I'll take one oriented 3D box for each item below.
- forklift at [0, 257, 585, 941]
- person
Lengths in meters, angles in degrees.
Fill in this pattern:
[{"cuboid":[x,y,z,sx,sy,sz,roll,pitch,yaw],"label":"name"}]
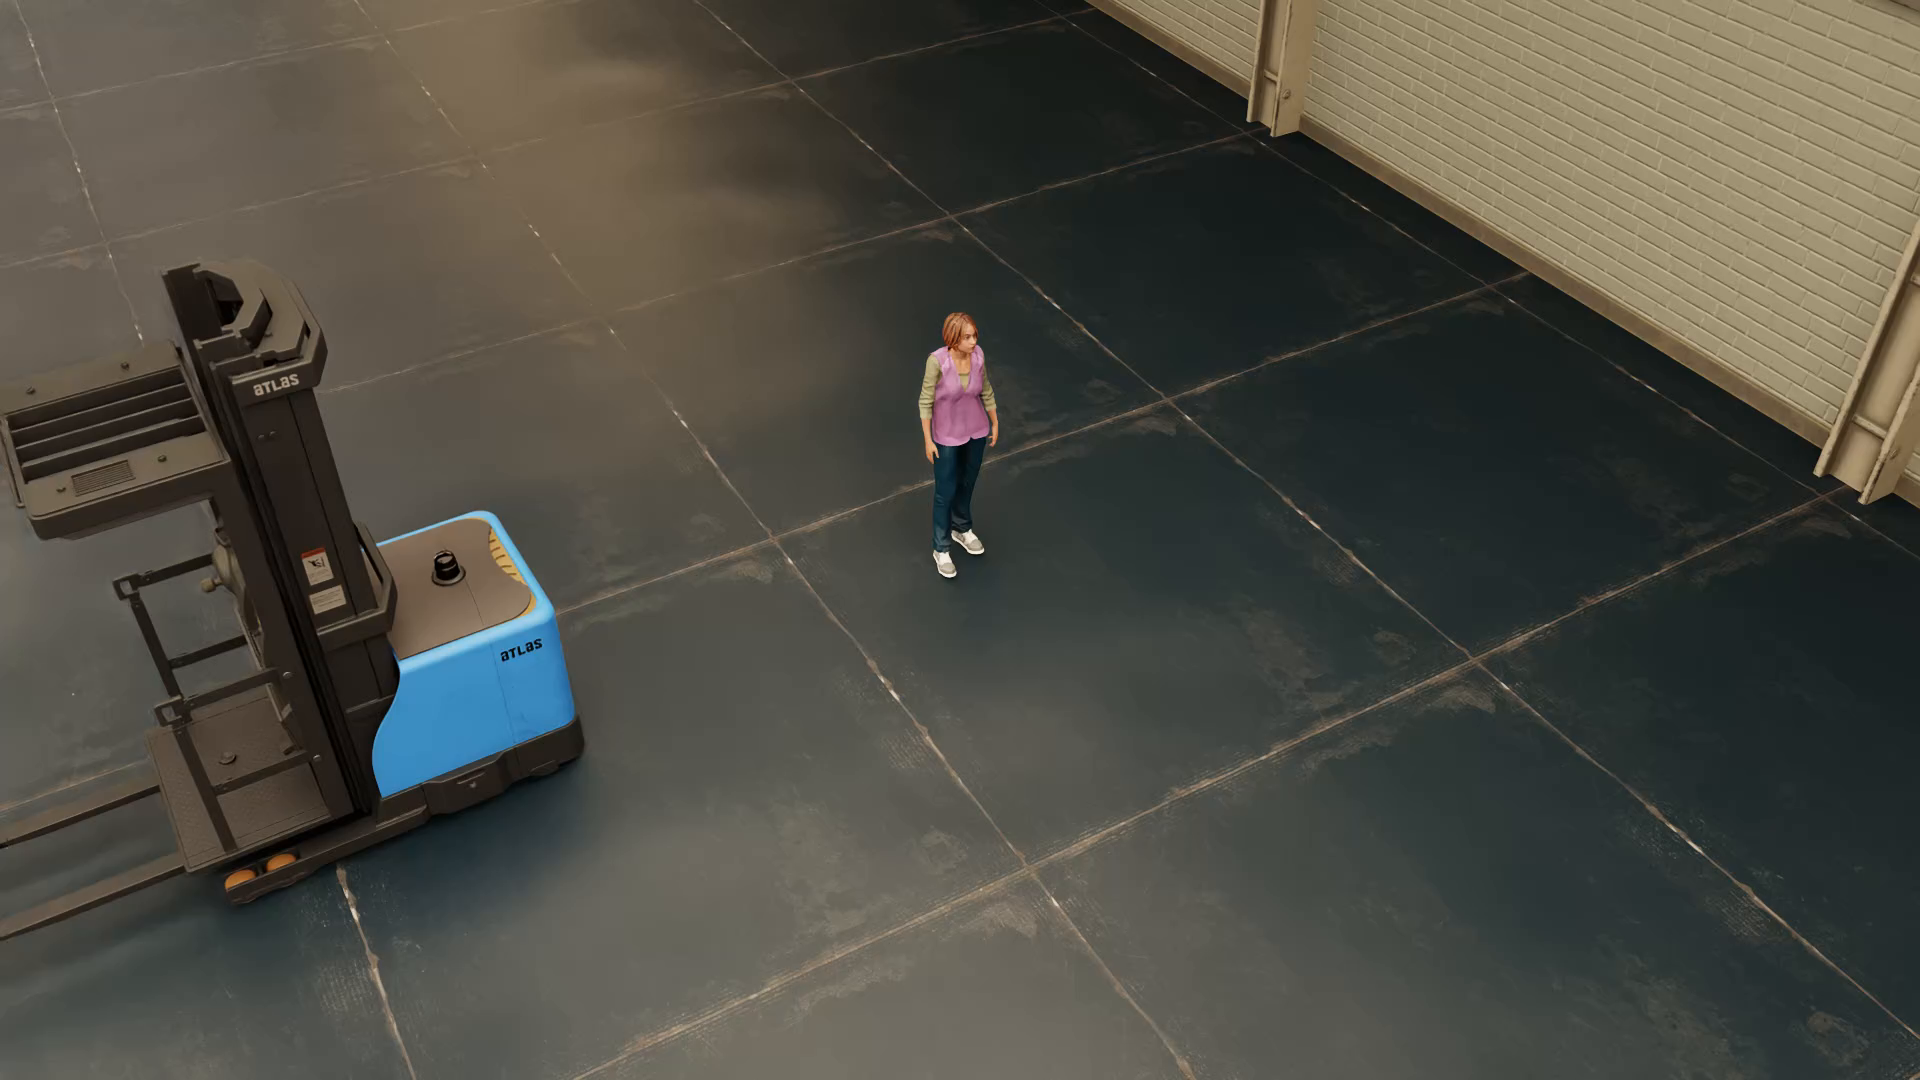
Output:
[{"cuboid":[-3.534,0.270,7.710,3.031,2.935,1.130,-21,44,-24],"label":"forklift"},{"cuboid":[0.024,-0.575,9.763,0.520,1.597,0.476,-20,44,-23],"label":"person"}]
